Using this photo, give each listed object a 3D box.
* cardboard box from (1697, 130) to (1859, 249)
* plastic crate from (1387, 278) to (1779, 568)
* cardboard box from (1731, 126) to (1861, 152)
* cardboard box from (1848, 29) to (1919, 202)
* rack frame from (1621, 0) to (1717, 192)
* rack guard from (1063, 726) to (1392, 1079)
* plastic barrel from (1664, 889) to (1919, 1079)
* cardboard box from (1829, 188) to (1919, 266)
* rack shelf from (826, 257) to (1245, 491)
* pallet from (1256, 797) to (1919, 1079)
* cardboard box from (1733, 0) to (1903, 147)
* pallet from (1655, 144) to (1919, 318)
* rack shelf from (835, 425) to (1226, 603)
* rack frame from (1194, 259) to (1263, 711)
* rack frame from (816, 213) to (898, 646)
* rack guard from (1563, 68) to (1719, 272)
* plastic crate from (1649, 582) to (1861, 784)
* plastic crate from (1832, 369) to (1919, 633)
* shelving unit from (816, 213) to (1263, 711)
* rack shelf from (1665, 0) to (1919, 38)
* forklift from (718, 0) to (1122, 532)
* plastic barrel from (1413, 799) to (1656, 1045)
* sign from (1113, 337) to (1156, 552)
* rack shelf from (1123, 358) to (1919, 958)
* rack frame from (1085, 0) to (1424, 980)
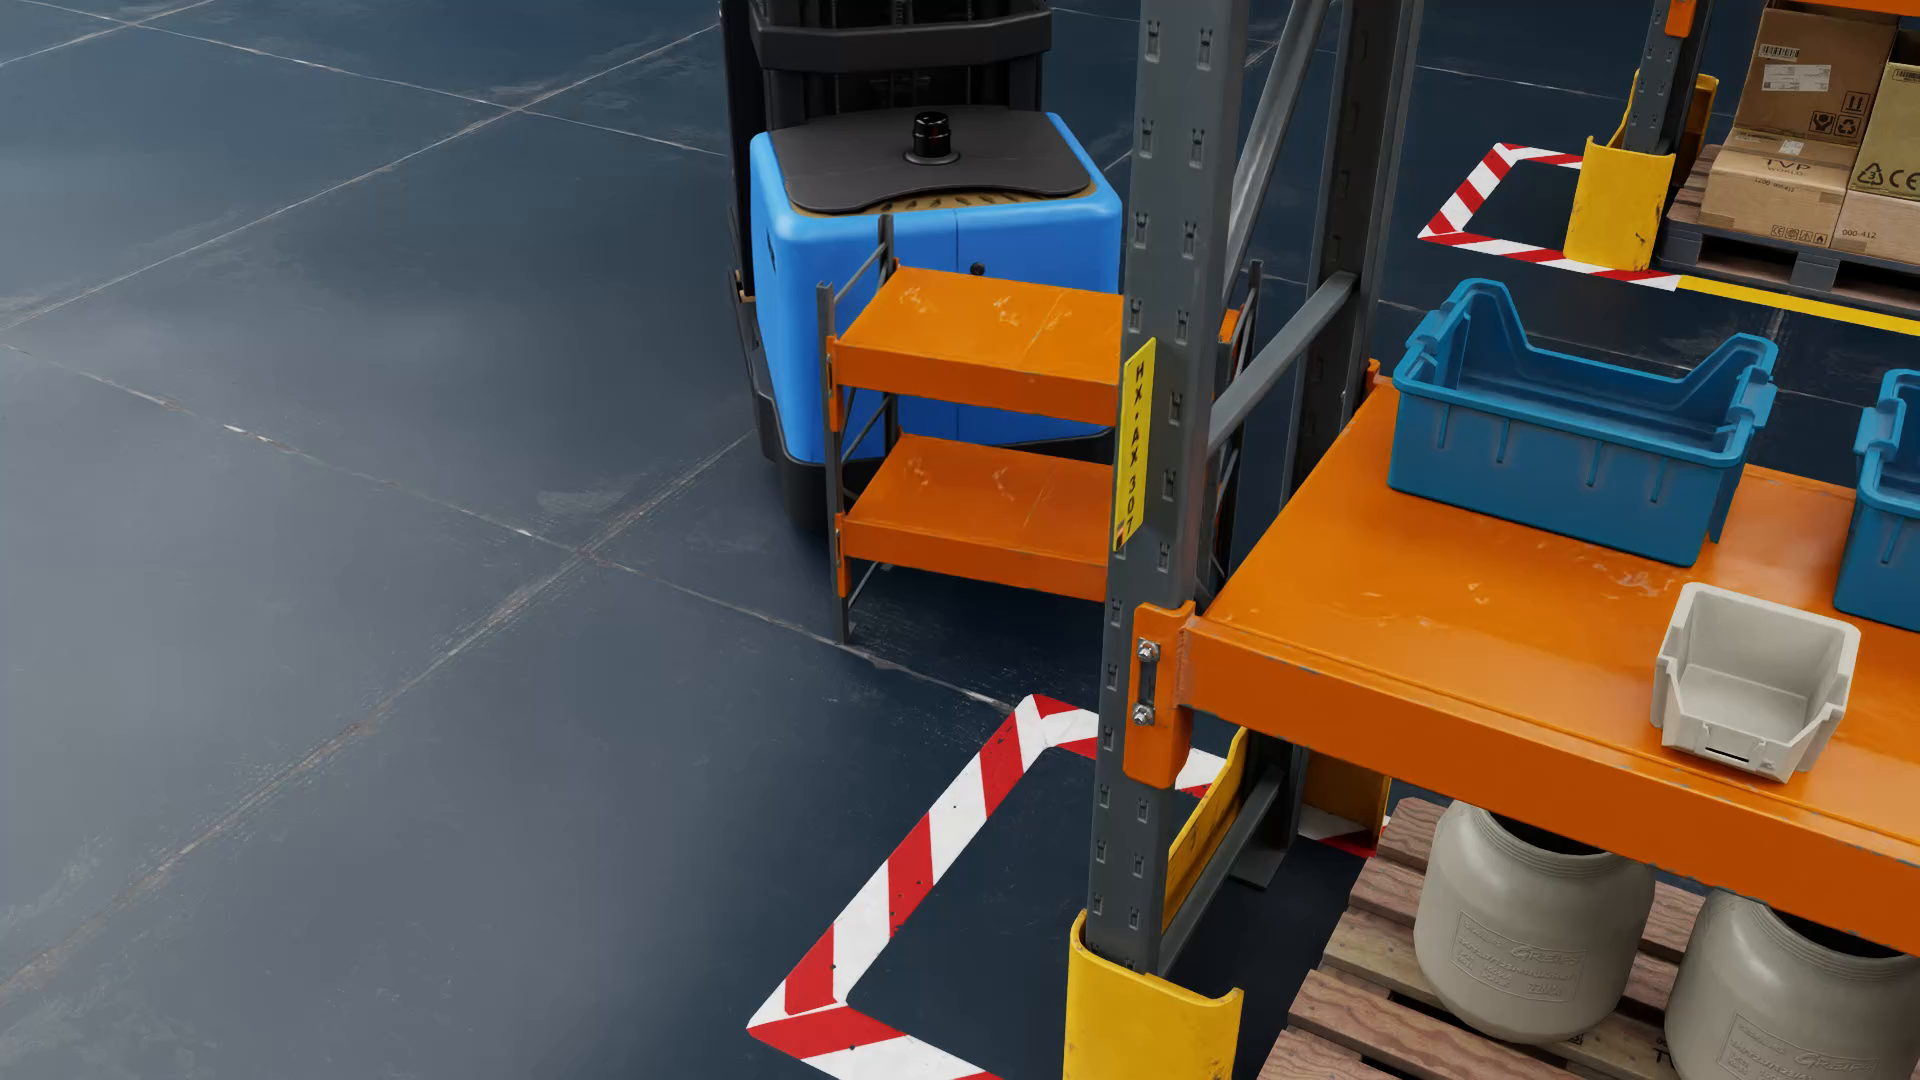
[{"bbox_3d":[3.355,-1.447,6.818,0.500,0.250,0.500,18,37,24],"label":"cardboard box"},{"bbox_3d":[1.122,-0.233,3.027,0.616,0.251,0.499,18,37,24],"label":"plastic crate"},{"bbox_3d":[3.612,-1.696,7.192,0.500,0.250,0.500,18,37,24],"label":"cardboard box"},{"bbox_3d":[3.790,-1.622,6.405,0.500,0.500,0.500,18,37,24],"label":"cardboard box"},{"bbox_3d":[3.000,-2.671,6.555,0.127,3.000,1.000,18,37,24],"label":"rack frame"},{"bbox_3d":[0.628,0.750,3.672,0.348,0.500,1.175,18,37,24],"label":"rack guard"},{"bbox_3d":[1.583,0.854,3.126,0.421,0.512,0.421,0,34,0],"label":"plastic barrel"},{"bbox_3d":[3.791,-1.311,6.614,0.500,0.250,0.500,18,37,24],"label":"cardboard box"},{"bbox_3d":[0.212,-0.455,4.390,1.000,0.278,0.538,10,35,15],"label":"rack shelf"},{"bbox_3d":[1.331,1.097,3.413,1.213,0.211,1.003,18,37,24],"label":"pallet"},{"bbox_3d":[3.613,-2.009,6.986,0.500,0.500,0.500,18,37,24],"label":"cardboard box"},{"bbox_3d":[3.685,-1.320,7.042,1.213,0.211,1.003,18,37,24],"label":"pallet"},{"bbox_3d":[0.212,-0.008,4.688,1.000,0.278,0.538,10,35,15],"label":"rack shelf"},{"bbox_3d":[0.697,-0.126,4.425,0.032,1.125,0.500,10,35,15],"label":"rack frame"},{"bbox_3d":[-0.273,-0.296,4.680,0.032,1.125,0.500,10,35,15],"label":"rack frame"},{"bbox_3d":[2.979,-1.637,7.257,0.348,0.500,1.175,18,37,24],"label":"rack guard"},{"bbox_3d":[1.156,0.222,2.448,0.250,0.136,0.298,18,37,24],"label":"plastic crate"},{"bbox_3d":[1.683,-0.051,2.755,0.408,0.251,0.499,18,37,24],"label":"plastic crate"},{"bbox_3d":[0.212,-0.211,4.553,1.048,1.125,0.538,10,35,15],"label":"shelving unit"},{"bbox_3d":[4.736,-1.821,5.928,4.000,0.370,1.077,18,37,24],"label":"rack shelf"},{"bbox_3d":[-0.307,-2.055,5.692,1.130,2.935,3.031,-6,34,-10],"label":"forklift"},{"bbox_3d":[1.148,0.717,3.333,0.421,0.512,0.421,0,34,0],"label":"plastic barrel"},{"bbox_3d":[0.262,-0.140,2.504,0.005,0.325,0.100,18,37,24],"label":"sign"},{"bbox_3d":[2.275,0.561,2.350,4.000,0.370,1.077,18,37,24],"label":"rack shelf"},{"bbox_3d":[0.539,-0.288,2.977,0.127,3.000,1.000,18,37,24],"label":"rack frame"}]
